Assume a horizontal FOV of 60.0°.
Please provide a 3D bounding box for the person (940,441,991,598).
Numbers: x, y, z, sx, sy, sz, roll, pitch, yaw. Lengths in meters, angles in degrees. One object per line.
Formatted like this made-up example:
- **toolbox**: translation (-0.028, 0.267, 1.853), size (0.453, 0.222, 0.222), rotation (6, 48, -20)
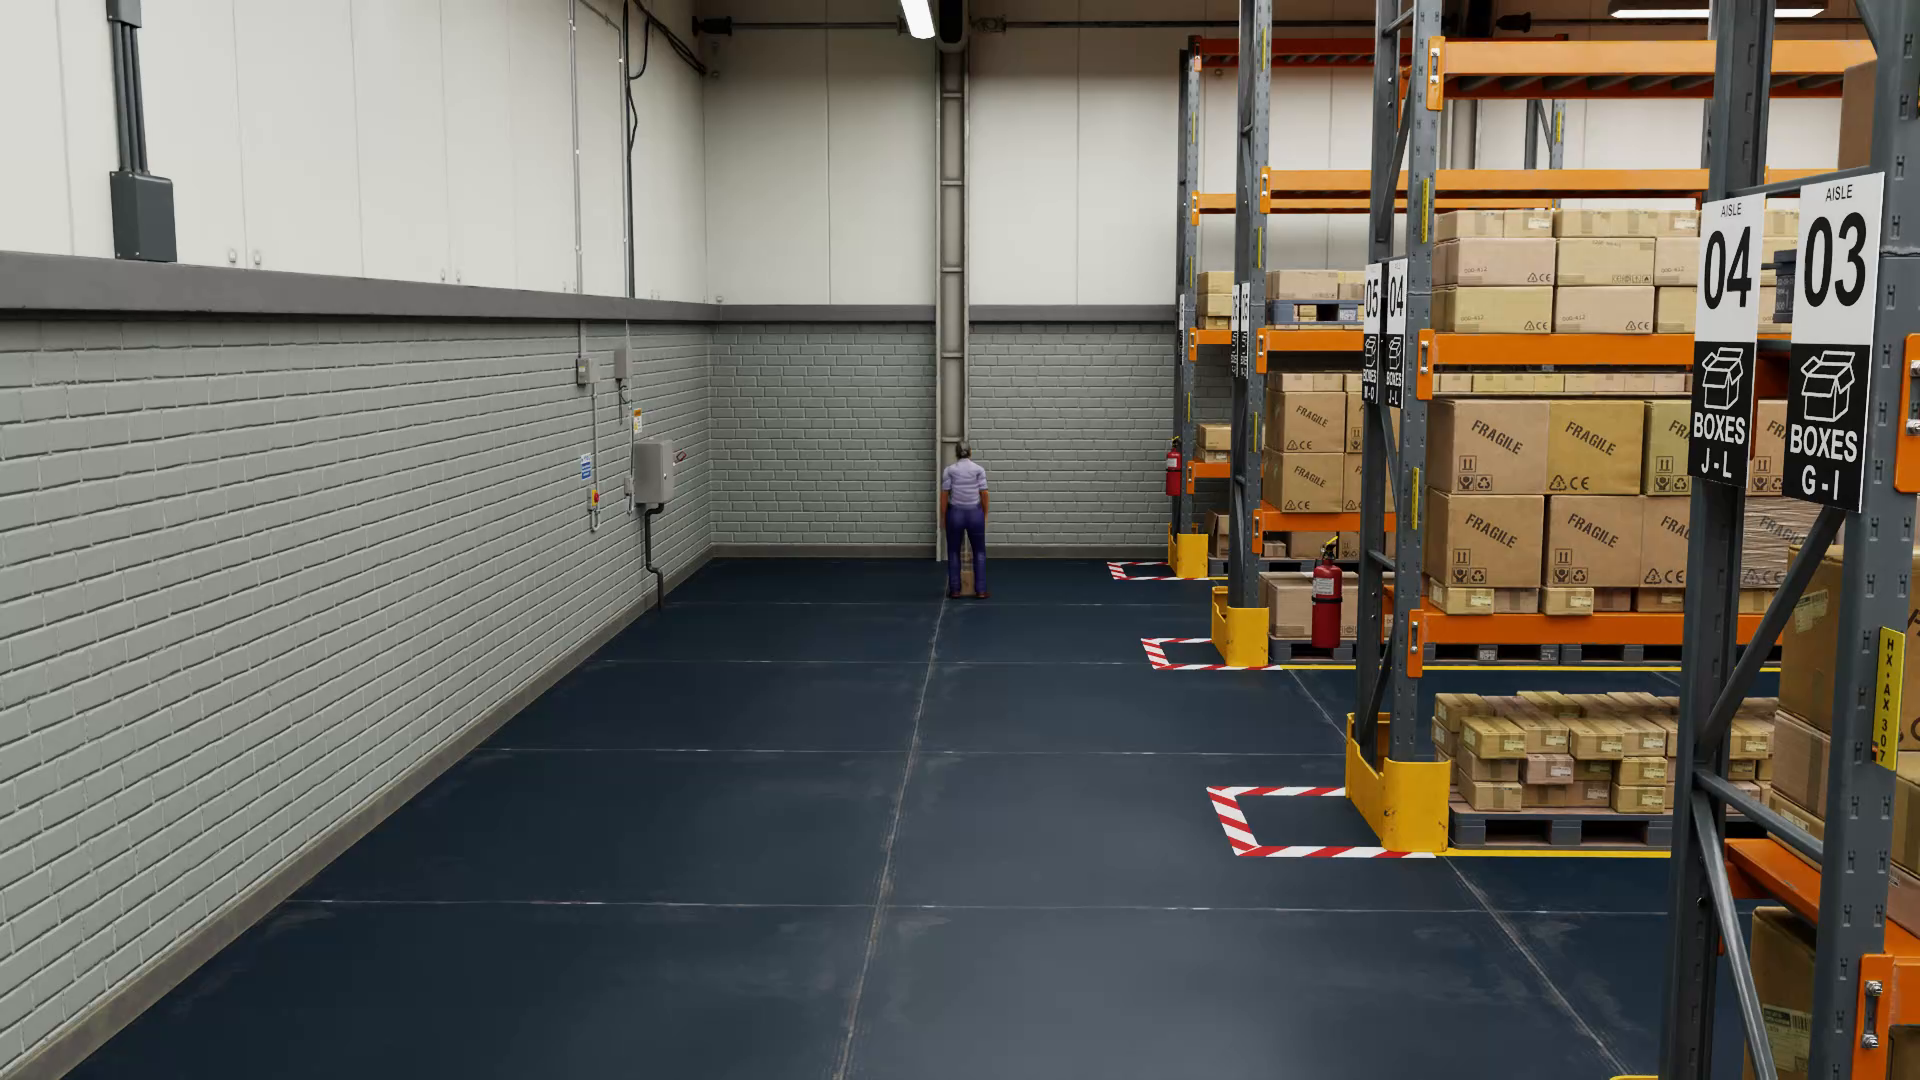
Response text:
- **person**: translation (0.062, -0.213, 17.463), size (0.530, 1.652, 0.422), rotation (0, 7, -1)
